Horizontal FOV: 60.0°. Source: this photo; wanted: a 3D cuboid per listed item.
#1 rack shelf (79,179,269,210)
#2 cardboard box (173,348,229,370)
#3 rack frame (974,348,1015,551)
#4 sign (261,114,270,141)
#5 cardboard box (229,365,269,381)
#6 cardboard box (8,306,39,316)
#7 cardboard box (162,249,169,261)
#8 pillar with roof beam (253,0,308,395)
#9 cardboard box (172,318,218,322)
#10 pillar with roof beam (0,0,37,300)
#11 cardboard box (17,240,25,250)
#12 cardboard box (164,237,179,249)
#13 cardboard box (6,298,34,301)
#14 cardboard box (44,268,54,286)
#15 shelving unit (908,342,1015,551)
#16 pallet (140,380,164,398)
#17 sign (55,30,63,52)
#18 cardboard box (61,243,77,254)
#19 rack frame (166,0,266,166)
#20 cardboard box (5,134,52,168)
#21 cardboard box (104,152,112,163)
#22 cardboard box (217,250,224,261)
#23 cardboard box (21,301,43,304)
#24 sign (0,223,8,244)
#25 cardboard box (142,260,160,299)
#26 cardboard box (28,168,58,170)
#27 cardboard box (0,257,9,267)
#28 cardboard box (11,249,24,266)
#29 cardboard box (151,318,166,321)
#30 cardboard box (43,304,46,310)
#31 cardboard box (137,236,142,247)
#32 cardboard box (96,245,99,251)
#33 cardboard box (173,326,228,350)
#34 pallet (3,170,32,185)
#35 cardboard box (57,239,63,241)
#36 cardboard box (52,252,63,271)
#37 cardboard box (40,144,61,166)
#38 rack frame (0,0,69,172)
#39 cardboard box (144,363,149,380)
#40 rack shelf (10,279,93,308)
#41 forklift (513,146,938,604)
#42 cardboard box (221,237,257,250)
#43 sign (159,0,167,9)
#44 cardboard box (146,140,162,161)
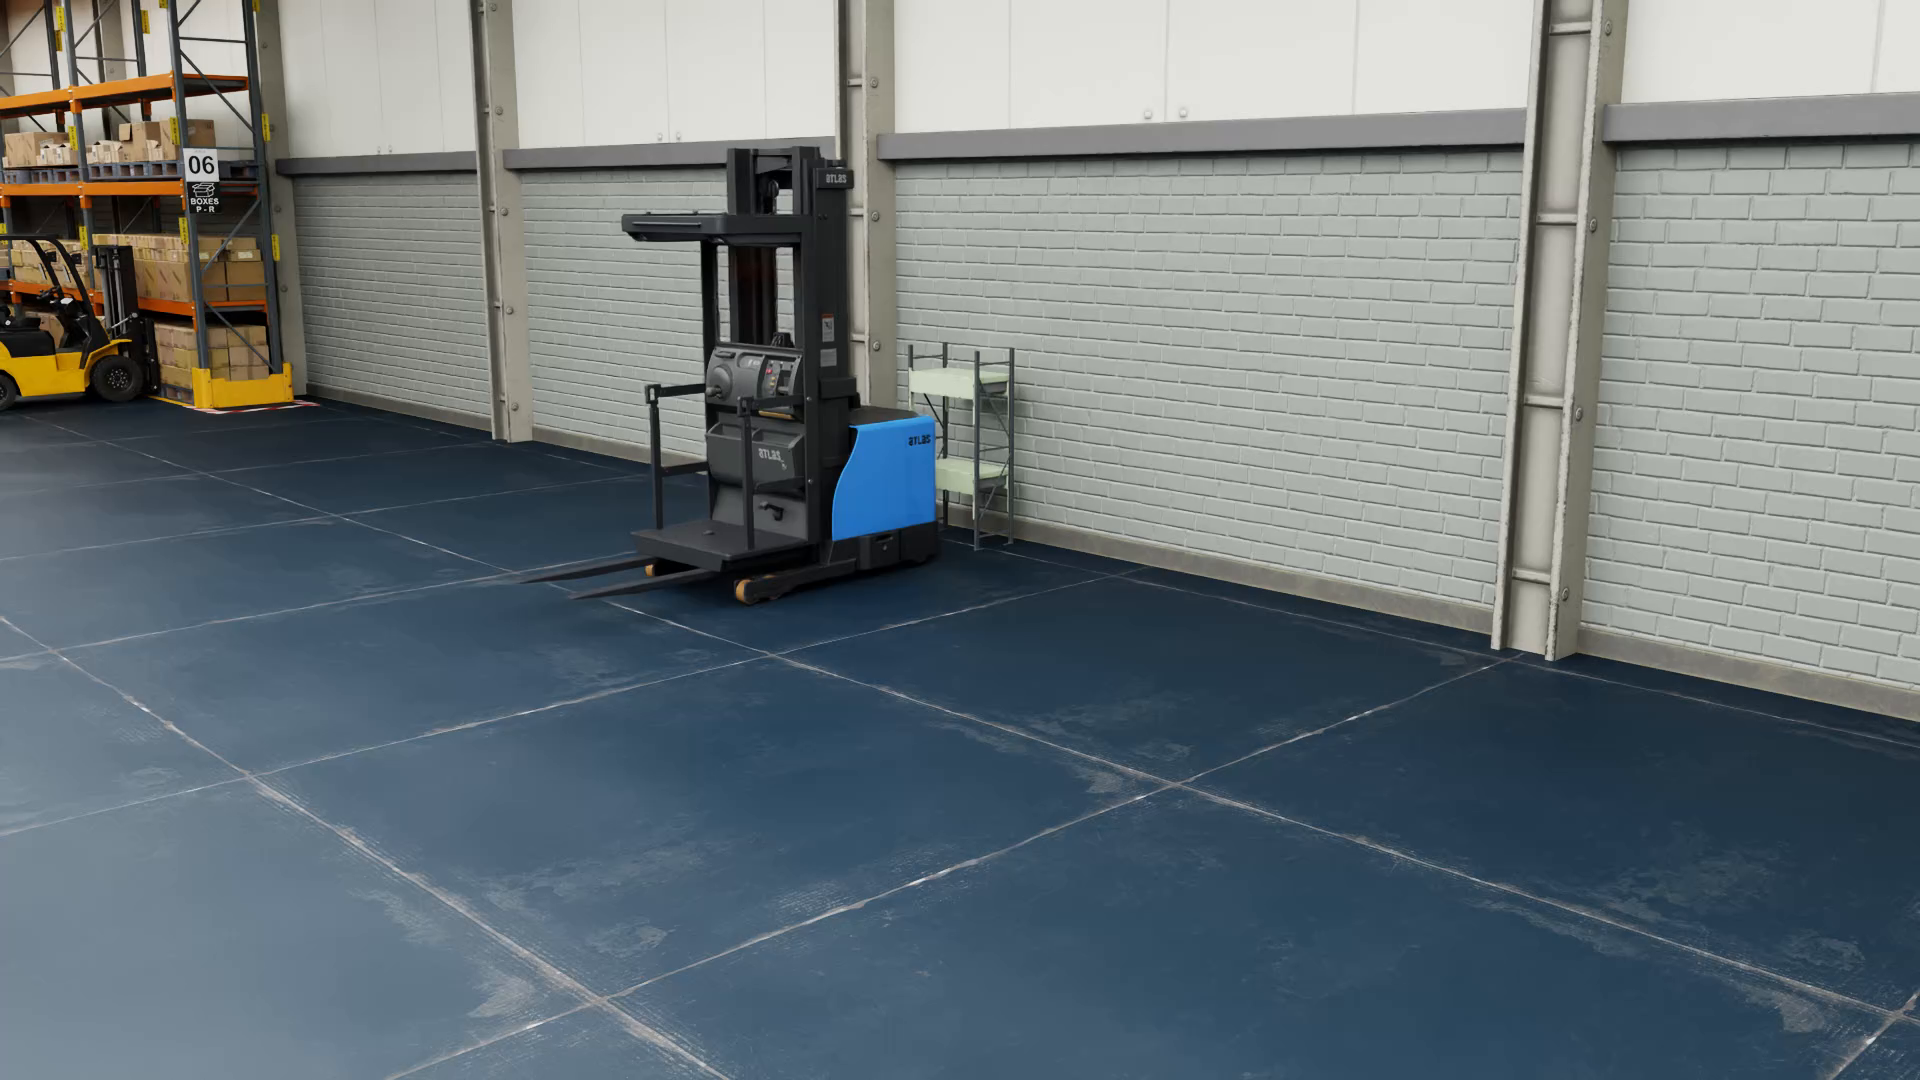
[{"bbox_3d":[-10.604,-4.633,22.314,1.077,0.370,4.000,-11,16,-43],"label":"rack shelf"},{"bbox_3d":[-9.785,-2.356,21.446,0.500,0.250,0.500,-11,16,-43],"label":"cardboard box"},{"bbox_3d":[0.257,-0.680,12.496,0.400,1.500,0.023,-11,16,-43],"label":"rack frame"},{"bbox_3d":[-8.817,-5.237,21.100,0.100,0.325,0.005,-11,16,-43],"label":"sign"},{"bbox_3d":[-9.420,-2.182,21.843,0.500,0.250,0.500,-11,16,-42],"label":"cardboard box"},{"bbox_3d":[-15.271,-3.728,27.118,0.250,0.149,0.380,11,16,42],"label":"cardboard box"},{"bbox_3d":[-10.160,-3.720,21.678,0.380,0.149,0.250,-11,16,-43],"label":"cardboard box"},{"bbox_3d":[-12.165,-5.790,18.713,9.100,9.000,0.400,-11,16,-43],"label":"pillar with roof beam"},{"bbox_3d":[-10.452,-2.892,22.811,0.500,0.250,0.500,-11,16,-44],"label":"cardboard box"},{"bbox_3d":[-20.452,-7.541,27.214,9.100,9.000,0.400,-11,16,-43],"label":"pillar with roof beam"},{"bbox_3d":[-14.555,-4.632,26.106,0.380,0.149,0.250,-10,16,-41],"label":"cardboard box"},{"bbox_3d":[-10.133,-3.872,21.681,0.380,0.149,0.250,-11,16,-42],"label":"cardboard box"},{"bbox_3d":[-16.491,-4.156,29.194,0.250,0.149,0.380,11,16,42],"label":"cardboard box"},{"bbox_3d":[-13.556,-3.995,25.242,0.500,0.250,0.500,-10,15,-41],"label":"cardboard box"},{"bbox_3d":[0.005,-0.734,12.755,0.431,1.500,0.755,-11,16,-43],"label":"shelving unit"},{"bbox_3d":[-10.619,-2.142,22.787,1.003,0.211,1.213,-11,16,-43],"label":"pallet"},{"bbox_3d":[-14.348,-7.943,26.457,0.100,0.325,0.005,-11,16,-43],"label":"sign"},{"bbox_3d":[-12.981,-4.292,24.454,0.250,0.149,0.380,11,16,43],"label":"cardboard box"},{"bbox_3d":[-9.222,-6.163,20.522,1.000,3.000,0.127,-11,16,-43],"label":"rack frame"},{"bbox_3d":[-14.423,-6.025,25.752,0.500,0.500,0.500,-11,16,-42],"label":"cardboard box"},{"bbox_3d":[-11.364,-5.189,22.564,0.380,0.149,0.250,-10,15,-41],"label":"cardboard box"},{"bbox_3d":[-9.486,-3.704,21.600,0.380,0.149,0.250,-11,16,-43],"label":"cardboard box"},{"bbox_3d":[-15.813,-3.992,28.399,0.380,0.149,0.250,-11,16,-42],"label":"cardboard box"},{"bbox_3d":[-15.133,-4.843,26.312,0.100,0.325,0.005,-11,16,-43],"label":"sign"},{"bbox_3d":[-10.458,-3.460,22.025,0.500,0.500,0.500,-11,16,-44],"label":"cardboard box"},{"bbox_3d":[-14.827,-6.069,26.887,0.380,0.149,0.250,-11,16,-42],"label":"cardboard box"},{"bbox_3d":[-15.478,-4.517,26.984,0.380,0.149,0.250,-11,16,-42],"label":"cardboard box"},{"bbox_3d":[-14.635,-4.461,26.263,0.500,0.250,0.500,-11,16,-43],"label":"cardboard box"},{"bbox_3d":[-11.180,-2.895,22.827,0.500,0.250,0.500,-10,15,-41],"label":"cardboard box"},{"bbox_3d":[-15.046,-3.853,27.726,0.380,0.149,0.250,-10,15,-41],"label":"cardboard box"},{"bbox_3d":[-10.847,-4.022,22.406,0.380,0.149,0.250,-11,16,-42],"label":"cardboard box"},{"bbox_3d":[-11.955,-4.092,23.482,0.380,0.149,0.250,-11,16,-43],"label":"cardboard box"},{"bbox_3d":[-9.766,-2.597,21.377,0.500,0.250,0.500,-10,15,-41],"label":"cardboard box"},{"bbox_3d":[-14.214,-5.682,26.091,1.213,0.211,1.003,-10,15,-40],"label":"pallet"},{"bbox_3d":[-14.376,-4.739,26.626,0.380,0.149,0.250,-10,15,-41],"label":"cardboard box"},{"bbox_3d":[-13.218,-4.165,24.827,0.500,0.250,0.500,-10,16,-41],"label":"cardboard box"},{"bbox_3d":[-13.191,-5.672,24.507,0.500,0.311,0.500,11,16,43],"label":"cardboard box"},{"bbox_3d":[-14.747,-7.330,26.189,1.000,3.000,0.127,-11,16,-43],"label":"rack frame"},{"bbox_3d":[-10.826,-2.329,22.554,0.500,0.250,0.500,-10,15,-41],"label":"cardboard box"},{"bbox_3d":[-13.366,-3.748,25.451,1.077,0.370,4.000,-11,16,-43],"label":"rack shelf"},{"bbox_3d":[-1.545,-1.130,11.132,1.130,2.935,3.031,11,16,43],"label":"forklift"},{"bbox_3d":[-9.300,-3.815,21.405,0.380,0.149,0.250,-11,16,-44],"label":"cardboard box"},{"bbox_3d":[-9.625,-6.585,20.063,0.100,0.325,0.005,-11,16,-43],"label":"sign"},{"bbox_3d":[-10.189,-4.998,21.347,0.396,0.266,0.258,-11,16,-42],"label":"cardboard box"}]
